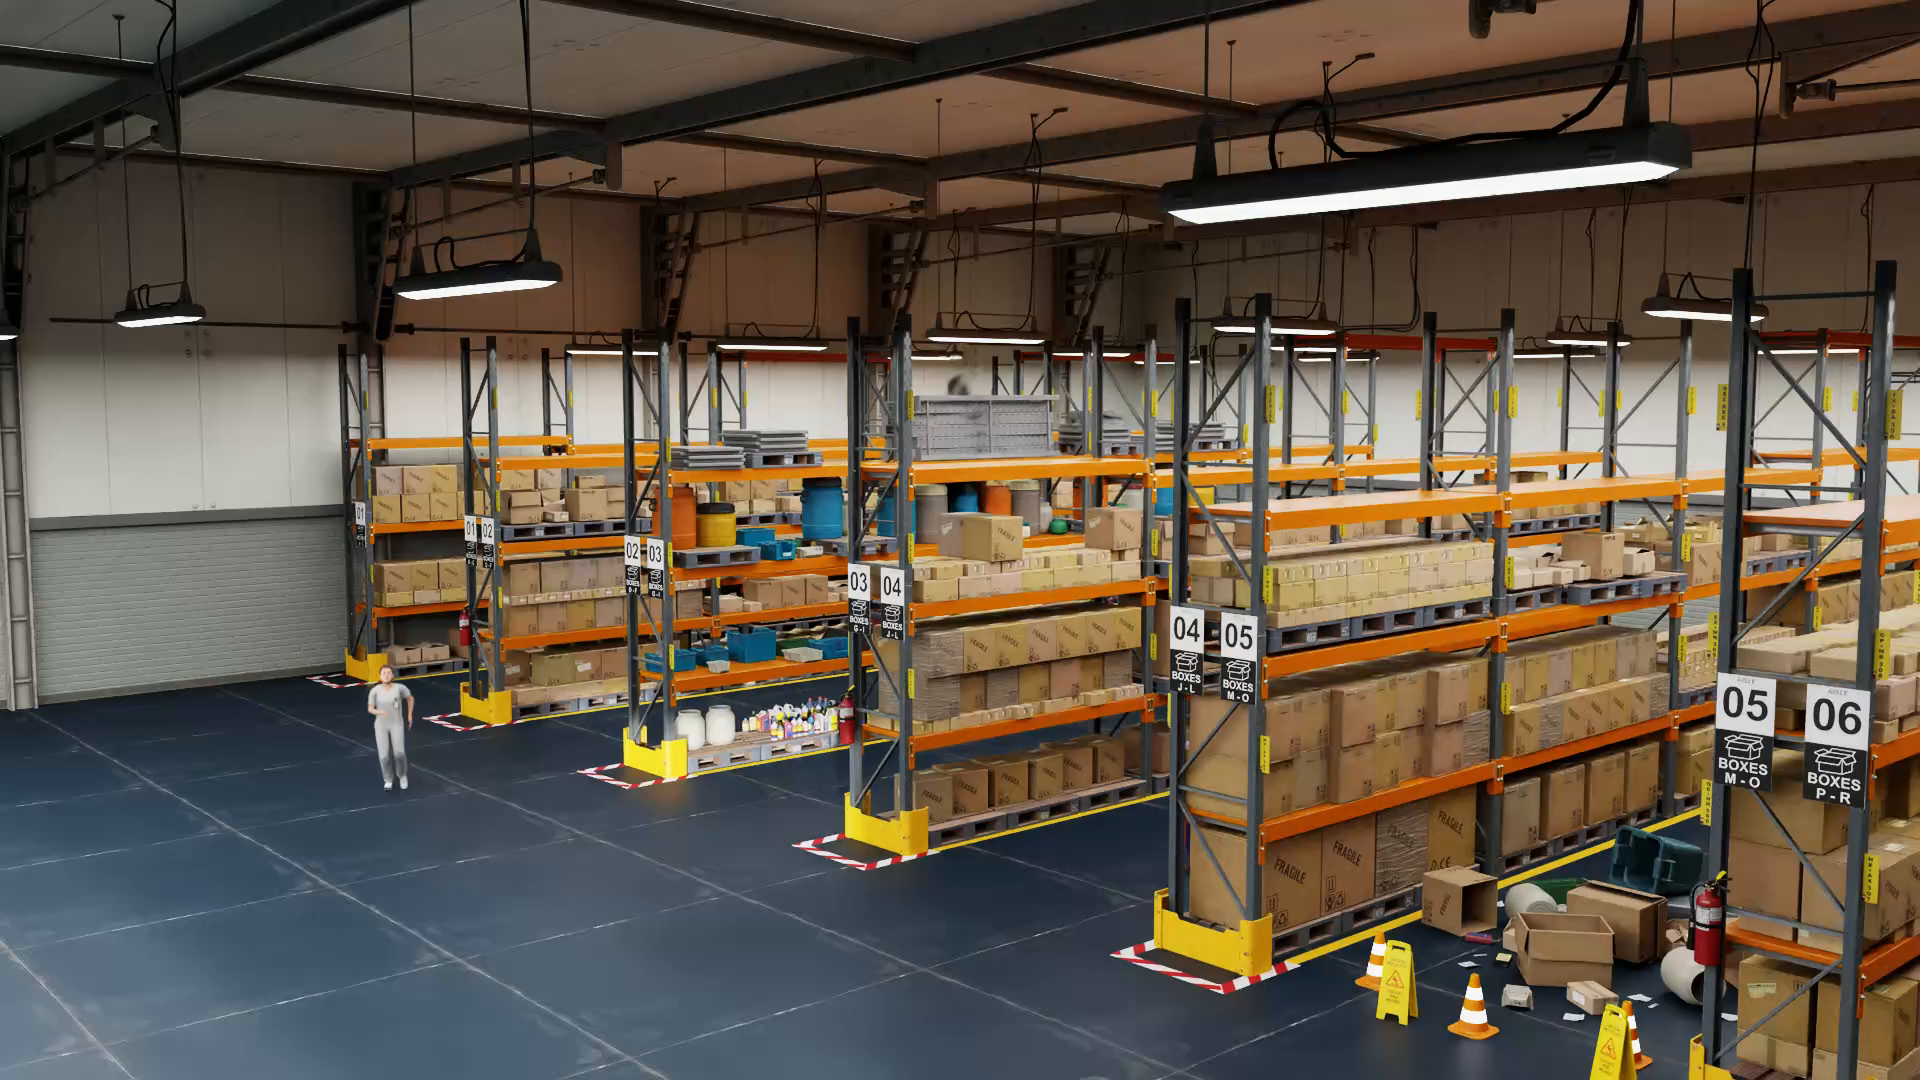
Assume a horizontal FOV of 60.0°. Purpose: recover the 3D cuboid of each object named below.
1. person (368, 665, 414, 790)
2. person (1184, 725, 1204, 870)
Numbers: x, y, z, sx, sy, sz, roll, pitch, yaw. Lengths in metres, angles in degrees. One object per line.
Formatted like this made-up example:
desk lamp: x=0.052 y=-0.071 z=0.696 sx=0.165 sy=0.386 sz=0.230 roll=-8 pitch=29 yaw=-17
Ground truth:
person: x=-7.318 y=2.419 z=21.395 sx=0.556 sy=1.642 sz=0.655 roll=-2 pitch=5 yaw=-17
person: x=2.573 y=2.755 z=18.066 sx=0.613 sy=1.618 sz=0.551 roll=4 pitch=7 yaw=40
